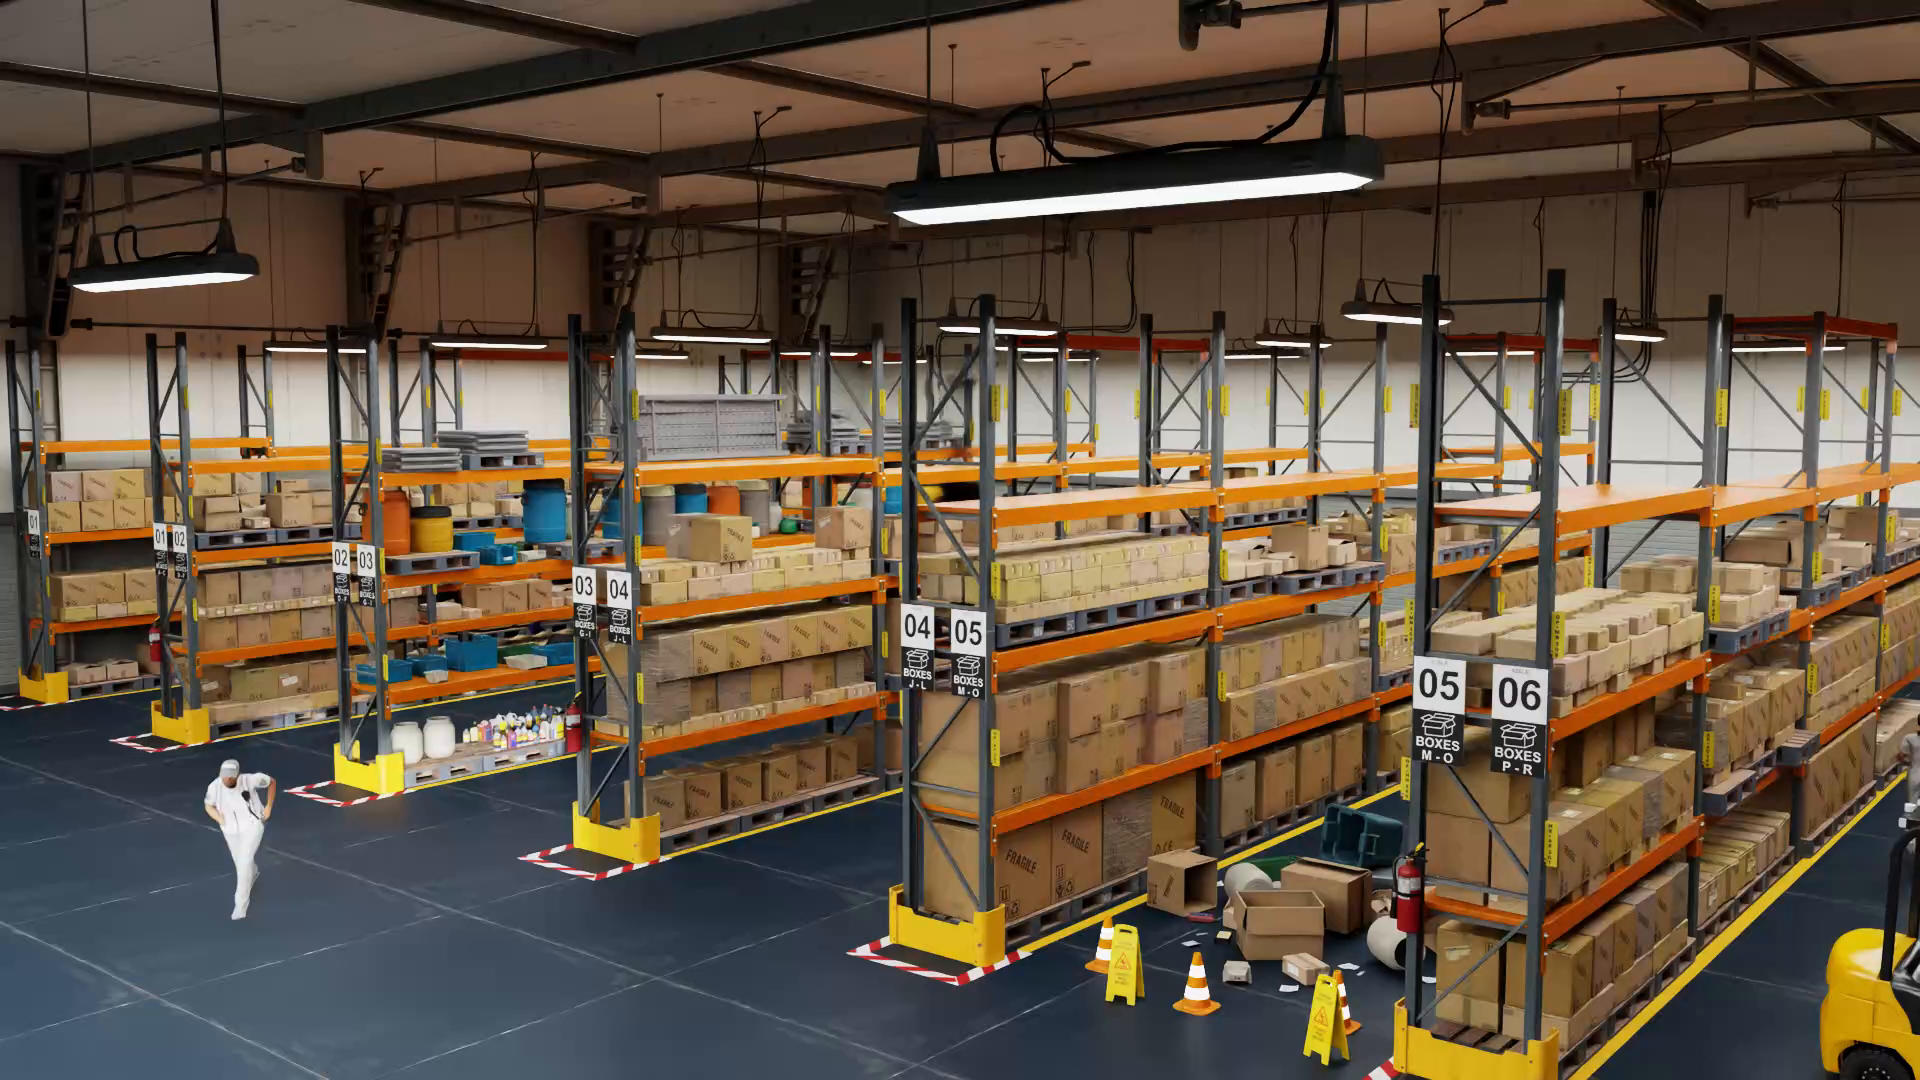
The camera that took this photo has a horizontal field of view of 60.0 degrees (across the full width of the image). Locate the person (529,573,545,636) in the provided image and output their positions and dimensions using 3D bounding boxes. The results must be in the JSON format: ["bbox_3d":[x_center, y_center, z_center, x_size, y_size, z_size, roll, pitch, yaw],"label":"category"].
[{"bbox_3d":[-8.299,1.439,32.607,0.573,1.724,0.778,3,6,33],"label":"person"}]

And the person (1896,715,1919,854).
[{"bbox_3d":[10.578,2.699,18.250,0.568,1.674,0.922,4,6,37],"label":"person"}]

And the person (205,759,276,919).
[{"bbox_3d":[-7.153,2.919,16.610,0.649,1.627,1.030,-1,5,-10],"label":"person"}]
